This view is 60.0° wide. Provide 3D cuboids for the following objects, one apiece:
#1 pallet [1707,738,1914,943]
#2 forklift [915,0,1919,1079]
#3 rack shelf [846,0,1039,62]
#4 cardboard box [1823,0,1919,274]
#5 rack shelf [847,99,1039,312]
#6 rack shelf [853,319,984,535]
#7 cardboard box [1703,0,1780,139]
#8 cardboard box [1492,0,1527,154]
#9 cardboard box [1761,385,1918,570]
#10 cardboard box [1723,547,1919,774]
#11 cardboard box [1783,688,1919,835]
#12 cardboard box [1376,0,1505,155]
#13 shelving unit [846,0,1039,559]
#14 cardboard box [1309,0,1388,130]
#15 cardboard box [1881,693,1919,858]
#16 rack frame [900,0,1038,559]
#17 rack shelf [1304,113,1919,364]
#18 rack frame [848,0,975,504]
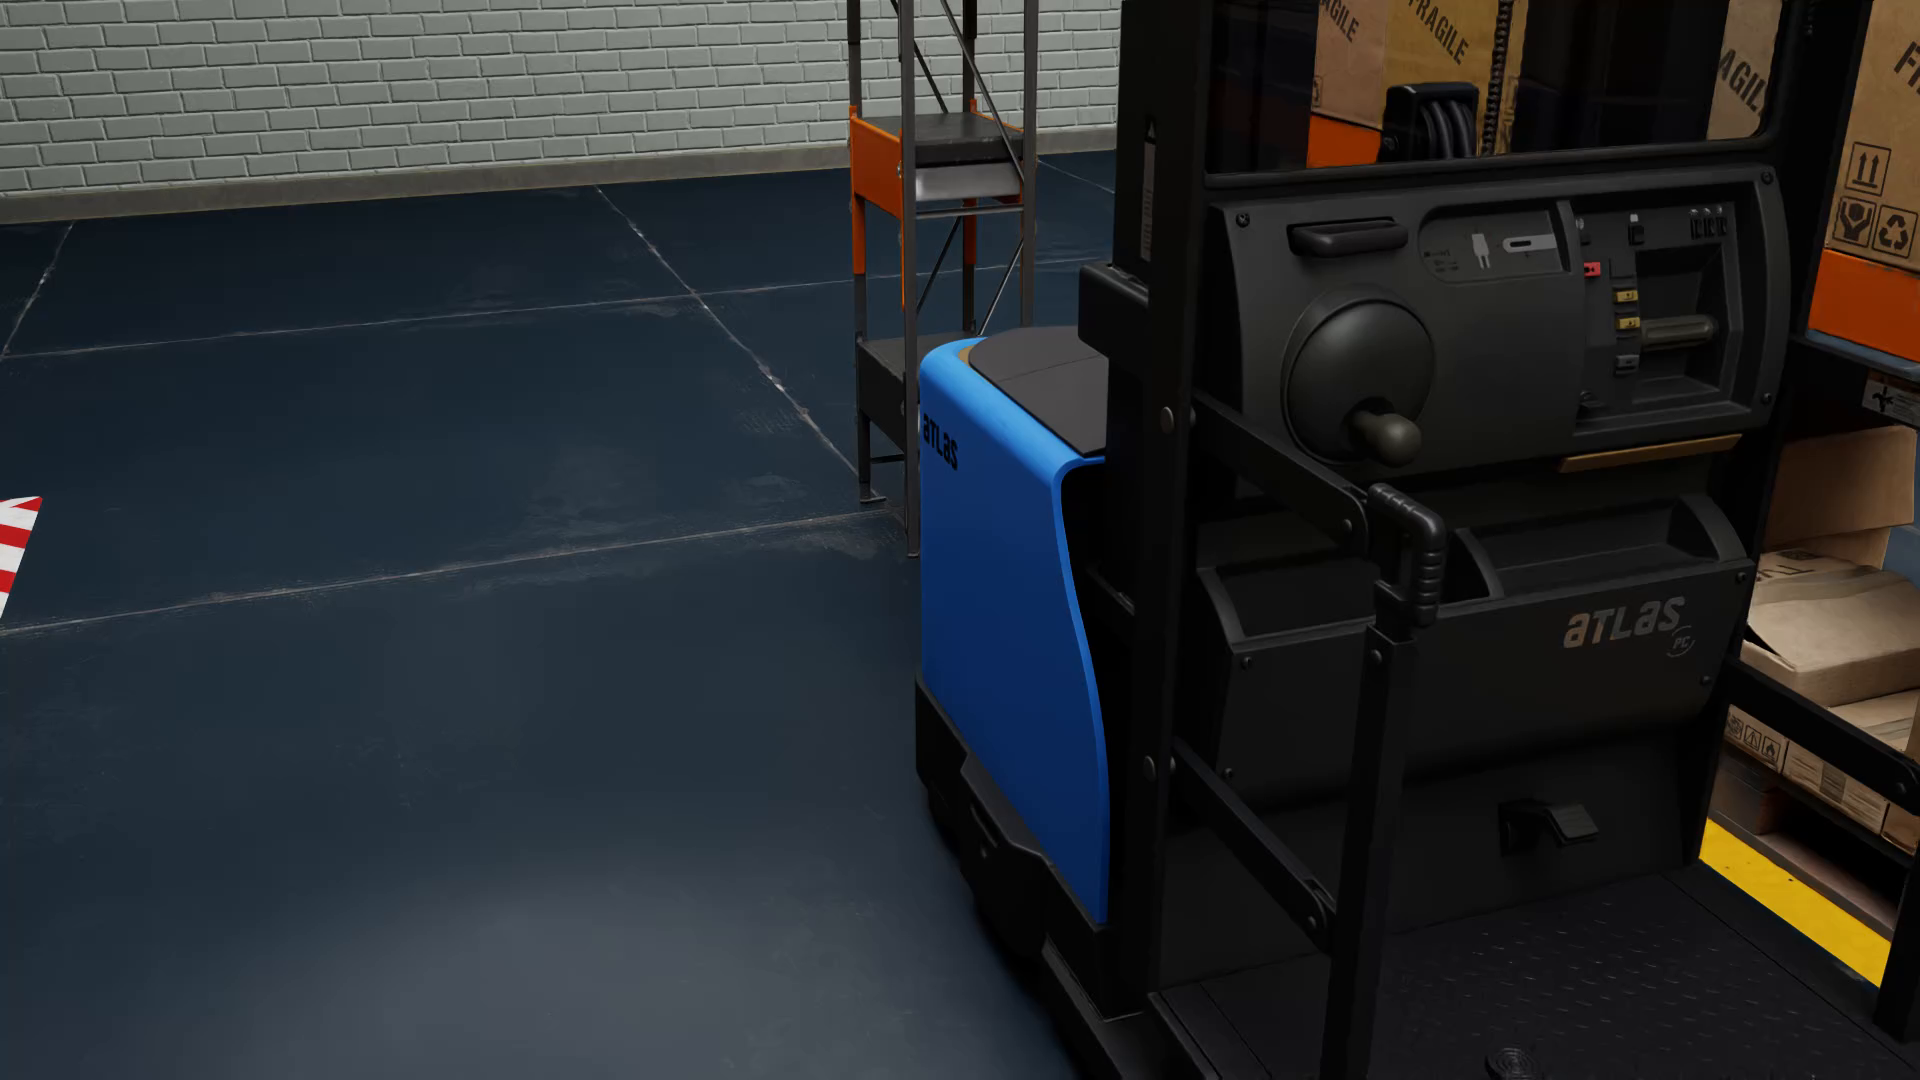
[{"bbox_3d":[2.362,0.669,3.392,1.003,0.211,1.213,-8,24,-19],"label":"pallet"},{"bbox_3d":[0.872,-0.300,2.187,1.130,2.935,3.031,-8,24,-18],"label":"forklift"},{"bbox_3d":[-0.058,-1.660,4.718,0.431,0.518,0.480,-8,24,-19],"label":"rack shelf"},{"bbox_3d":[2.003,-0.746,3.030,0.500,0.500,0.500,-8,24,-17],"label":"cardboard box"},{"bbox_3d":[-0.058,-1.015,4.990,0.431,0.518,0.480,-8,24,-19],"label":"rack shelf"},{"bbox_3d":[-0.058,-0.370,5.262,0.431,0.518,0.480,-8,24,-19],"label":"rack shelf"},{"bbox_3d":[1.820,-0.933,3.472,0.500,0.500,0.500,-8,24,-18],"label":"cardboard box"},{"bbox_3d":[1.637,-1.117,3.910,0.500,0.500,0.500,-8,24,-18],"label":"cardboard box"},{"bbox_3d":[1.935,-0.101,4.275,0.797,0.503,0.637,-8,24,-19],"label":"cardboard box"},{"bbox_3d":[1.872,0.229,3.740,0.500,0.311,0.500,-8,24,-19],"label":"cardboard box"},{"bbox_3d":[1.948,0.448,3.428,0.380,0.149,0.250,-8,24,-19],"label":"cardboard box"},{"bbox_3d":[1.462,-1.299,4.341,0.500,0.500,0.500,-8,24,-19],"label":"cardboard box"},{"bbox_3d":[-0.058,-1.028,4.985,0.431,2.100,0.503,-8,24,-19],"label":"shelving unit"},{"bbox_3d":[1.288,-1.482,4.775,0.500,0.500,0.500,-9,24,-20],"label":"cardboard box"},{"bbox_3d":[2.137,0.414,3.057,0.500,0.500,0.500,-8,24,-19],"label":"cardboard box"},{"bbox_3d":[0.028,-0.939,4.775,0.400,2.100,0.015,-8,24,-19],"label":"rack frame"},{"bbox_3d":[1.897,-0.762,4.122,1.077,0.370,4.000,-8,24,-19],"label":"rack shelf"},{"bbox_3d":[-0.145,-1.116,5.195,0.400,2.100,0.015,-8,24,-19],"label":"rack frame"}]
